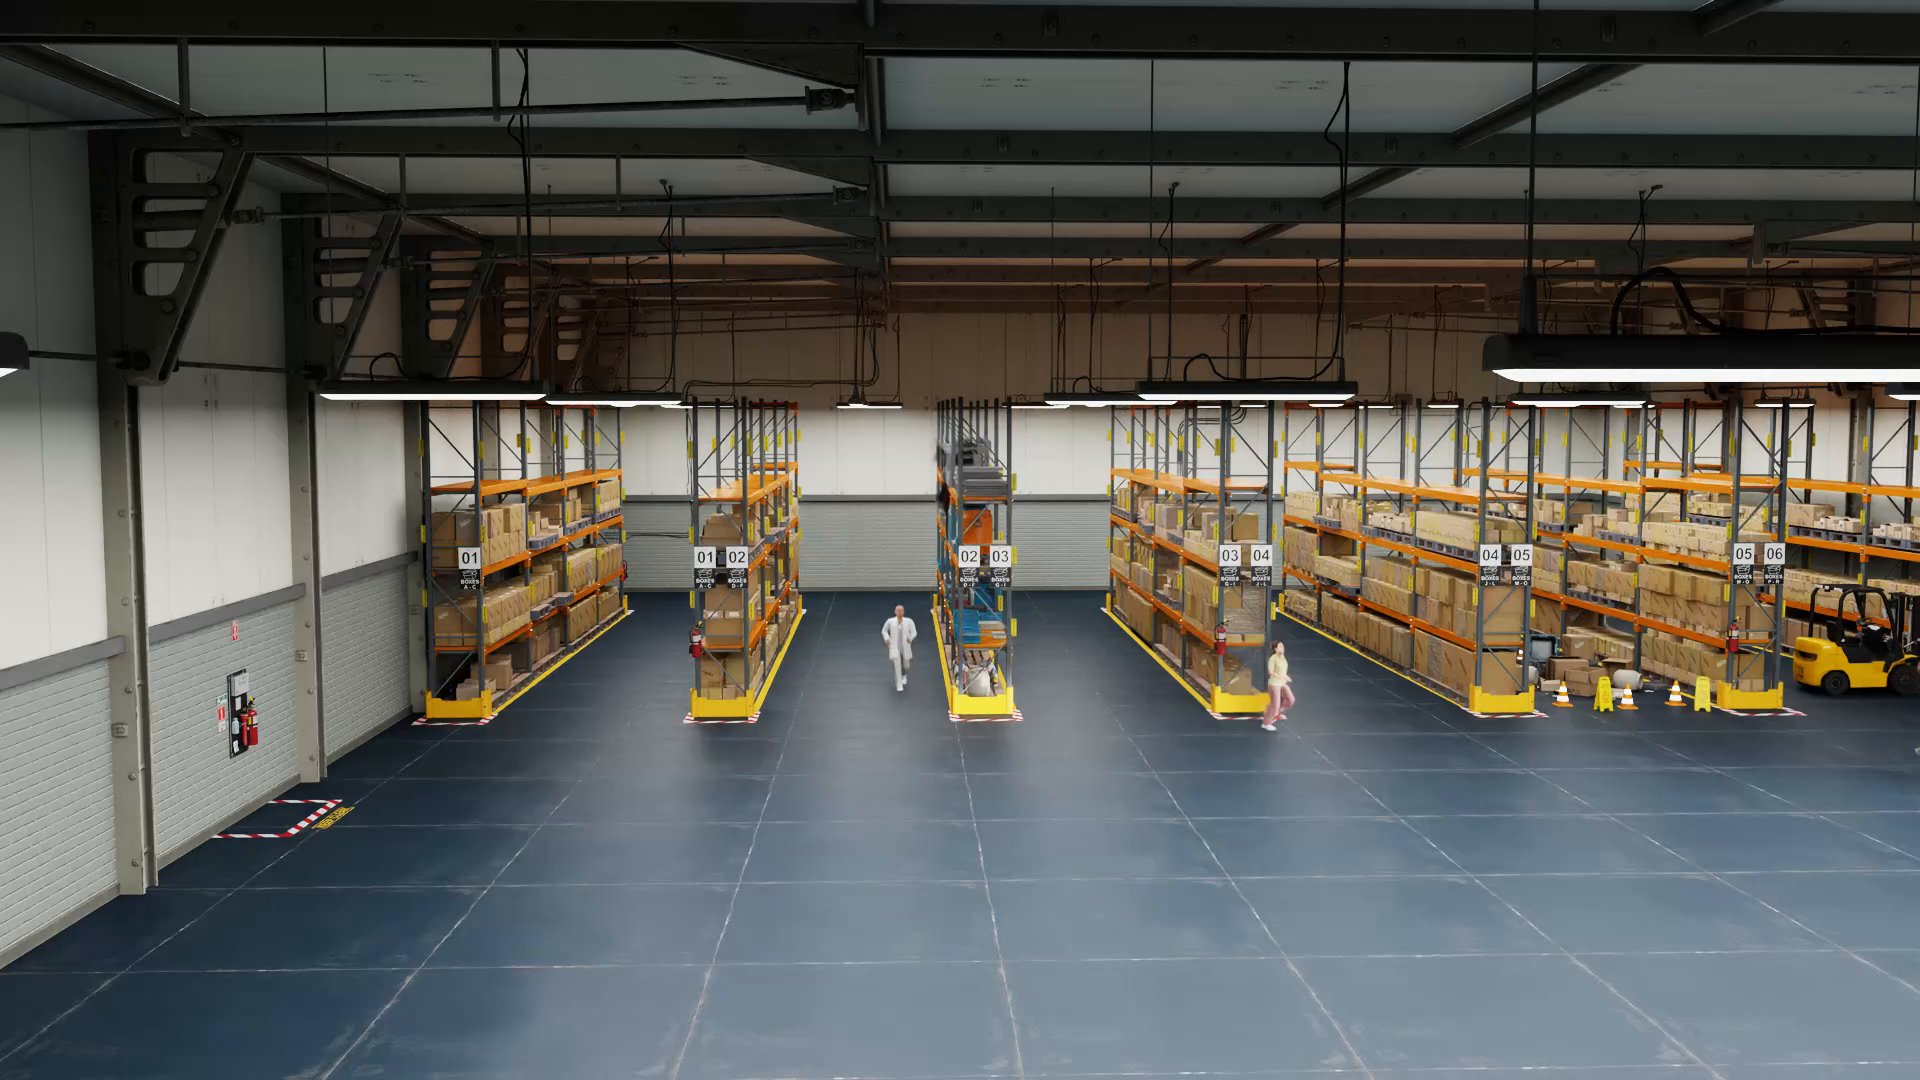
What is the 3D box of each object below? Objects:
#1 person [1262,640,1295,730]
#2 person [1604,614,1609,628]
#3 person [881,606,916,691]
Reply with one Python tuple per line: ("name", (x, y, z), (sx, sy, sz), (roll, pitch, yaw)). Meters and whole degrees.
("person", (5.729, 2.608, 29.869), (0.603, 1.627, 0.645), (-4, 6, -44))
("person", (16.293, 1.551, 42.123), (0.687, 1.766, 1.002), (0, 4, -4))
("person", (-1.250, 2.213, 34.205), (0.715, 1.735, 0.825), (-1, 4, -7))
